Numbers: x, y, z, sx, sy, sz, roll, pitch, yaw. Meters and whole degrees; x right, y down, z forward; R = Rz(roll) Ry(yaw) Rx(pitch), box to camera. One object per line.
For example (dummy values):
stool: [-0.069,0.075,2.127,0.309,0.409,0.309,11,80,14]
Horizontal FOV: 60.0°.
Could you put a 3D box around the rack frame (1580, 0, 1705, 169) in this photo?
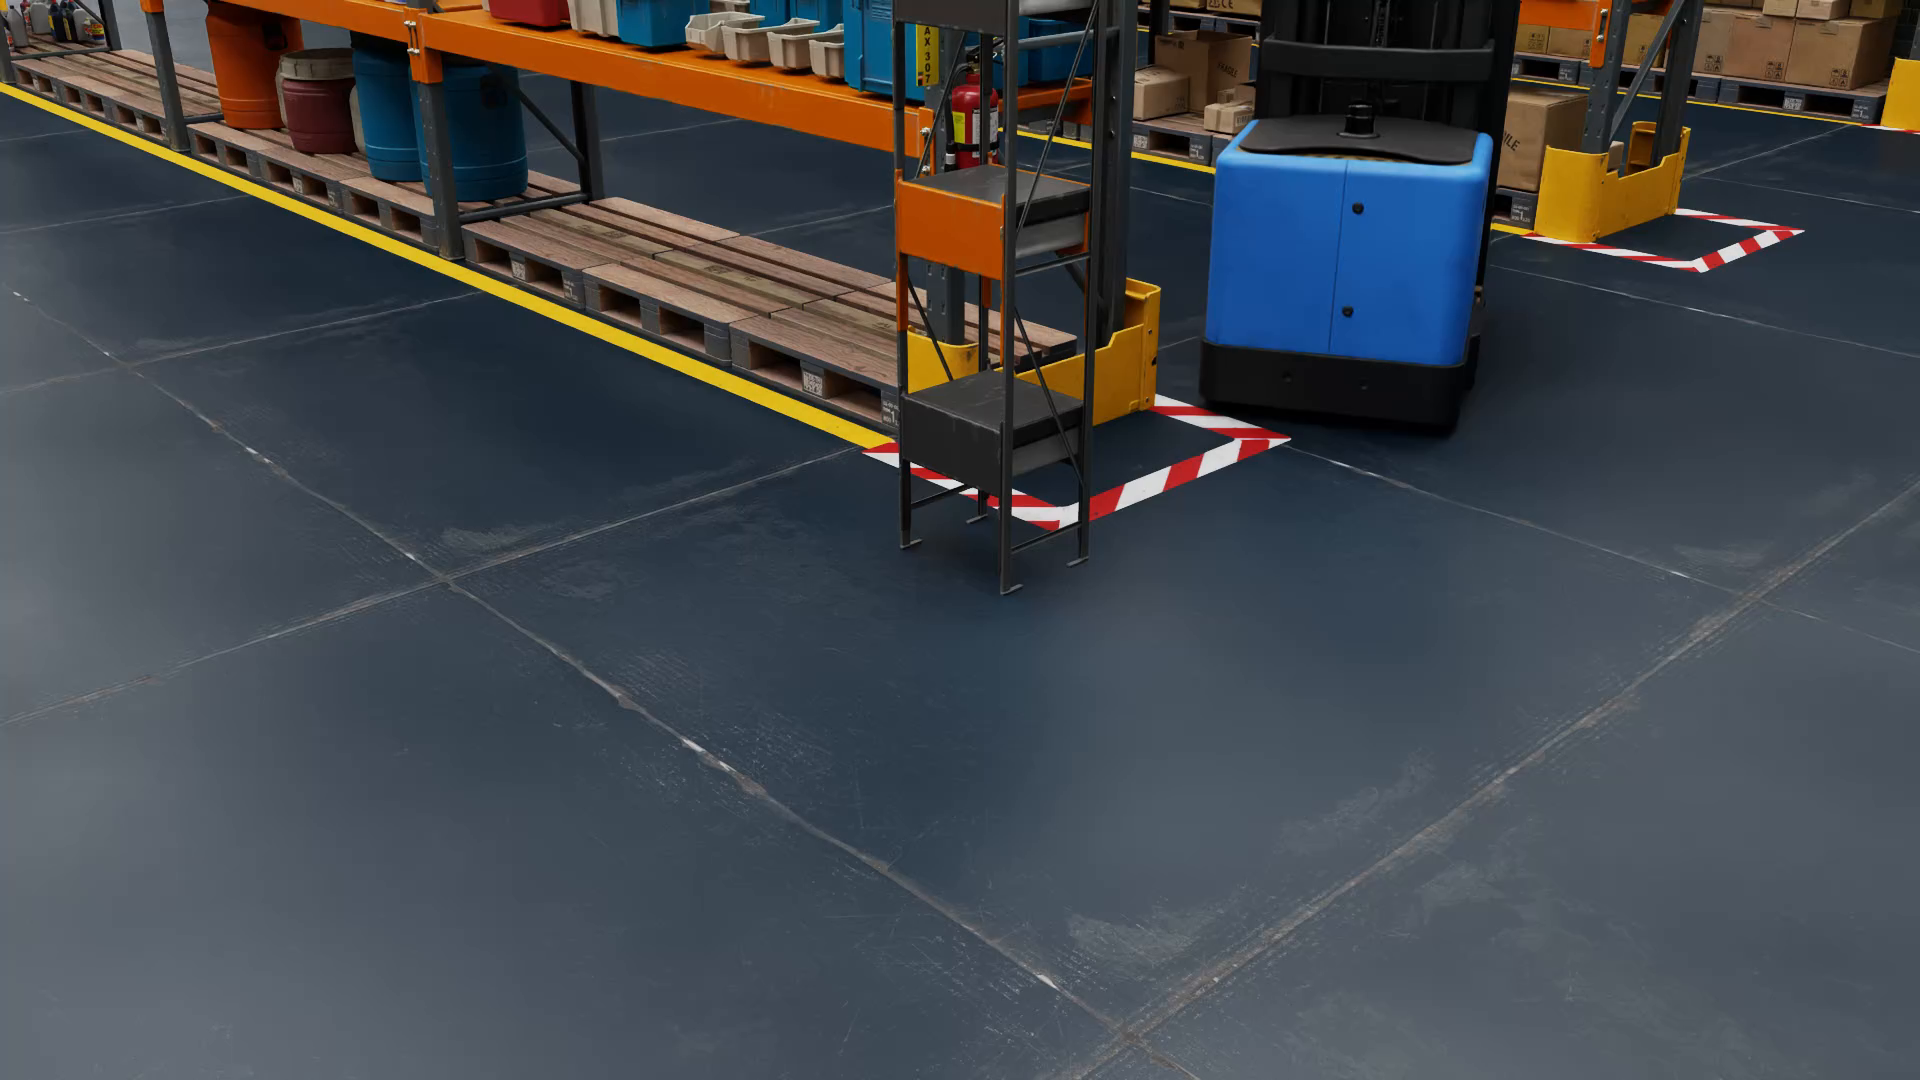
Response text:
rack frame: [3.896,-3.231,9.219,1.000,3.000,0.127,-21,32,-38]

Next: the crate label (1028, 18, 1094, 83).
crate label: [0.349,-1.947,6.532,0.416,0.233,0.303,-21,32,-38]

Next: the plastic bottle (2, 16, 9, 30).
plastic bottle: [-8.575,-4.571,14.818,0.144,0.351,0.185,-22,33,-40]

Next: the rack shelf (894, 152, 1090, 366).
rack shelf: [0.113,-0.893,5.210,0.431,0.518,0.480,-21,32,-38]

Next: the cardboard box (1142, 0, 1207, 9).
cardboard box: [2.449,-6.014,17.404,0.750,0.750,0.750,-22,32,-39]

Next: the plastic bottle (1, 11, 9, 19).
plastic bottle: [-8.615,-4.645,15.069,0.152,0.276,0.135,-21,32,-38]

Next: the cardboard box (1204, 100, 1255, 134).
cardboard box: [1.890,-2.907,11.391,0.380,0.166,0.250,-21,32,-38]

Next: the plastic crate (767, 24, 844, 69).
plastic crate: [-0.599,-2.022,6.814,0.396,0.136,0.243,-21,32,-38]

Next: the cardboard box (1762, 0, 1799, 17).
cardboard box: [6.562,-4.235,13.143,0.380,0.149,0.250,-20,31,-37]

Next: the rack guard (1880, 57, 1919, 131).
rack guard: [7.526,-3.493,12.805,1.175,0.500,0.348,-21,32,-38]

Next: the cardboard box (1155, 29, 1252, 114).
cardboard box: [1.759,-3.414,12.101,0.500,0.500,0.500,-21,32,-38]

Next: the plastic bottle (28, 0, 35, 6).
plastic bottle: [-8.930,-5.120,16.110,0.152,0.276,0.135,-21,32,-38]

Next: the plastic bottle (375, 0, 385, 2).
plastic bottle: [-3.153,-3.071,9.008,0.061,0.283,0.133,-21,32,-38]

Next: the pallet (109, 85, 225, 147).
pallet: [-5.691,-3.228,12.572,1.003,0.211,1.213,-21,32,-38]

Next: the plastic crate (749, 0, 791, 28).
plastic crate: [-0.756,-2.436,7.606,0.416,0.233,0.300,-21,32,-38]

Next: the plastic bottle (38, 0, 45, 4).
plastic bottle: [-8.720,-5.062,15.895,0.144,0.351,0.185,-20,31,-36]

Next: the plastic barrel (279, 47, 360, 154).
plastic barrel: [-4.071,-2.859,10.803,0.600,0.588,0.708,-21,32,-38]

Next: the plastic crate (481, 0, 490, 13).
plastic crate: [-2.242,-2.765,8.442,0.396,0.136,0.243,-21,32,-38]

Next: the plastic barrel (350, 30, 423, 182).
plastic barrel: [-3.299,-2.660,9.988,0.600,0.901,0.708,-21,32,-38]

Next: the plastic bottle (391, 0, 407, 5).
plastic bottle: [-2.961,-3.010,8.884,0.152,0.276,0.135,-21,32,-38]

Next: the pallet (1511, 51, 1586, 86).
pallet: [5.238,-4.328,14.984,1.003,0.211,1.213,-21,32,-38]

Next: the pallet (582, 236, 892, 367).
pallet: [-1.087,-1.189,8.102,1.003,0.211,1.213,-21,32,-38]

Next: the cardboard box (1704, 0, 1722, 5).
cardboard box: [6.322,-4.573,13.884,0.380,0.149,0.250,-21,32,-38]

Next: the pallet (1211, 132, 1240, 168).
pallet: [2.469,-2.596,11.187,1.003,0.211,1.213,-21,32,-38]

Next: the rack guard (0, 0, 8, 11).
rack guard: [-10.572,-5.528,17.265,1.175,0.500,0.348,-21,32,-38]

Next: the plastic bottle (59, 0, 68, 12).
plastic bottle: [-8.302,-4.877,15.489,0.185,0.351,0.144,22,33,40]

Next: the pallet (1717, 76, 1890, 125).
pallet: [6.906,-3.589,13.363,1.003,0.211,1.213,-21,32,-38]

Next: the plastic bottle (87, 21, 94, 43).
plastic bottle: [-7.891,-4.642,15.152,0.097,0.201,0.097,0,25,0]

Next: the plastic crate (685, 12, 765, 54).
plastic crate: [-1.023,-2.184,7.169,0.298,0.136,0.250,-21,32,-38]

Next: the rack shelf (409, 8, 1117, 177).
rack shelf: [-1.089,-2.106,7.619,1.077,0.370,4.000,-21,32,-38]

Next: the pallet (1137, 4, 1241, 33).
pallet: [2.526,-5.533,17.623,1.003,0.211,1.213,-21,32,-38]

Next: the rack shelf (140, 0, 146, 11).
rack shelf: [-6.557,-4.530,12.932,1.077,0.370,4.000,-21,32,-38]

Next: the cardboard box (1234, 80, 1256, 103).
cardboard box: [2.271,-3.101,11.642,0.500,0.311,0.500,-21,32,-38]

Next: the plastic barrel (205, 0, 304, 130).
plastic barrel: [-4.843,-3.311,11.503,0.600,0.830,0.708,-21,32,-38]

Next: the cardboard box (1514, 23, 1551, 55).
cardboard box: [5.212,-4.648,14.830,0.700,0.500,0.500,-21,32,-38]

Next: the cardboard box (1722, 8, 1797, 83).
cardboard box: [6.616,-4.027,13.469,0.700,0.500,0.500,-21,32,-39]

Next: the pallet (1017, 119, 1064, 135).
pallet: [0.579,-3.410,12.971,1.003,0.211,1.213,-21,32,-38]

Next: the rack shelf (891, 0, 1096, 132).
rack shelf: [0.113,-1.530,4.919,0.431,0.518,0.480,-21,32,-38]

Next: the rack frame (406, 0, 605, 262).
rack frame: [-2.456,-3.039,8.798,1.000,3.000,0.127,-21,32,-38]

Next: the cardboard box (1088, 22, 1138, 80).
cardboard box: [1.009,-3.722,12.776,0.500,0.500,0.500,22,33,39]

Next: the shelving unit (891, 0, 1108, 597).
shelving unit: [0.113,-0.905,5.204,0.431,2.100,0.503,-21,32,-38]

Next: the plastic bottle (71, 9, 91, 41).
plastic bottle: [-8.063,-4.735,15.267,0.152,0.276,0.135,-20,31,-37]

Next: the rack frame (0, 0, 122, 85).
rack frame: [-7.924,-5.463,14.111,1.000,3.000,0.127,-21,32,-38]

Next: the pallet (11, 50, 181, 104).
pallet: [-7.359,-3.967,14.192,1.003,0.211,1.213,-21,32,-38]

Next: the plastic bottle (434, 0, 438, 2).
plastic bottle: [-2.883,-3.017,8.990,0.097,0.201,0.097,0,25,0]

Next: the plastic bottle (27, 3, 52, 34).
plastic bottle: [-8.683,-4.922,15.678,0.152,0.276,0.135,-21,32,-38]

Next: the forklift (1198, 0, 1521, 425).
forklift: [1.936,-2.377,7.429,1.130,2.935,3.031,8,26,17]

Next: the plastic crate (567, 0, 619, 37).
plastic crate: [-1.547,-2.498,7.681,0.437,0.282,0.530,-21,32,-38]

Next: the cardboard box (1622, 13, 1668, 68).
cardboard box: [5.902,-4.338,14.152,0.700,0.500,0.500,-20,31,-37]

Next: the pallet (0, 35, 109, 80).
pallet: [-8.353,-4.410,15.161,1.003,0.211,1.213,-21,32,-38]

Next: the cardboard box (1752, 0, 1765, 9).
cardboard box: [6.672,-4.418,13.545,0.380,0.149,0.250,-21,32,-38]

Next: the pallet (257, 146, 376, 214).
pallet: [-3.791,-2.386,10.725,1.003,0.211,1.213,-21,32,-38]

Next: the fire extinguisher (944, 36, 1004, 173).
fire extinguisher: [0.049,-1.448,5.852,0.296,0.674,0.183,-21,32,-38]

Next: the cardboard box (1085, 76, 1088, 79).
cardboard box: [0.616,-3.574,12.453,0.500,0.500,0.500,-21,32,-39]

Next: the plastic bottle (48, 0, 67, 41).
plastic bottle: [-8.278,-4.779,15.274,0.144,0.351,0.185,-21,32,-38]

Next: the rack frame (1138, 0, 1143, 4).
rack frame: [2.042,-7.061,17.615,1.000,3.000,0.127,-21,32,-38]

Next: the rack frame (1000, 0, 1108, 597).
rack frame: [0.280,-0.831,5.042,0.400,2.100,0.015,-21,32,-38]
